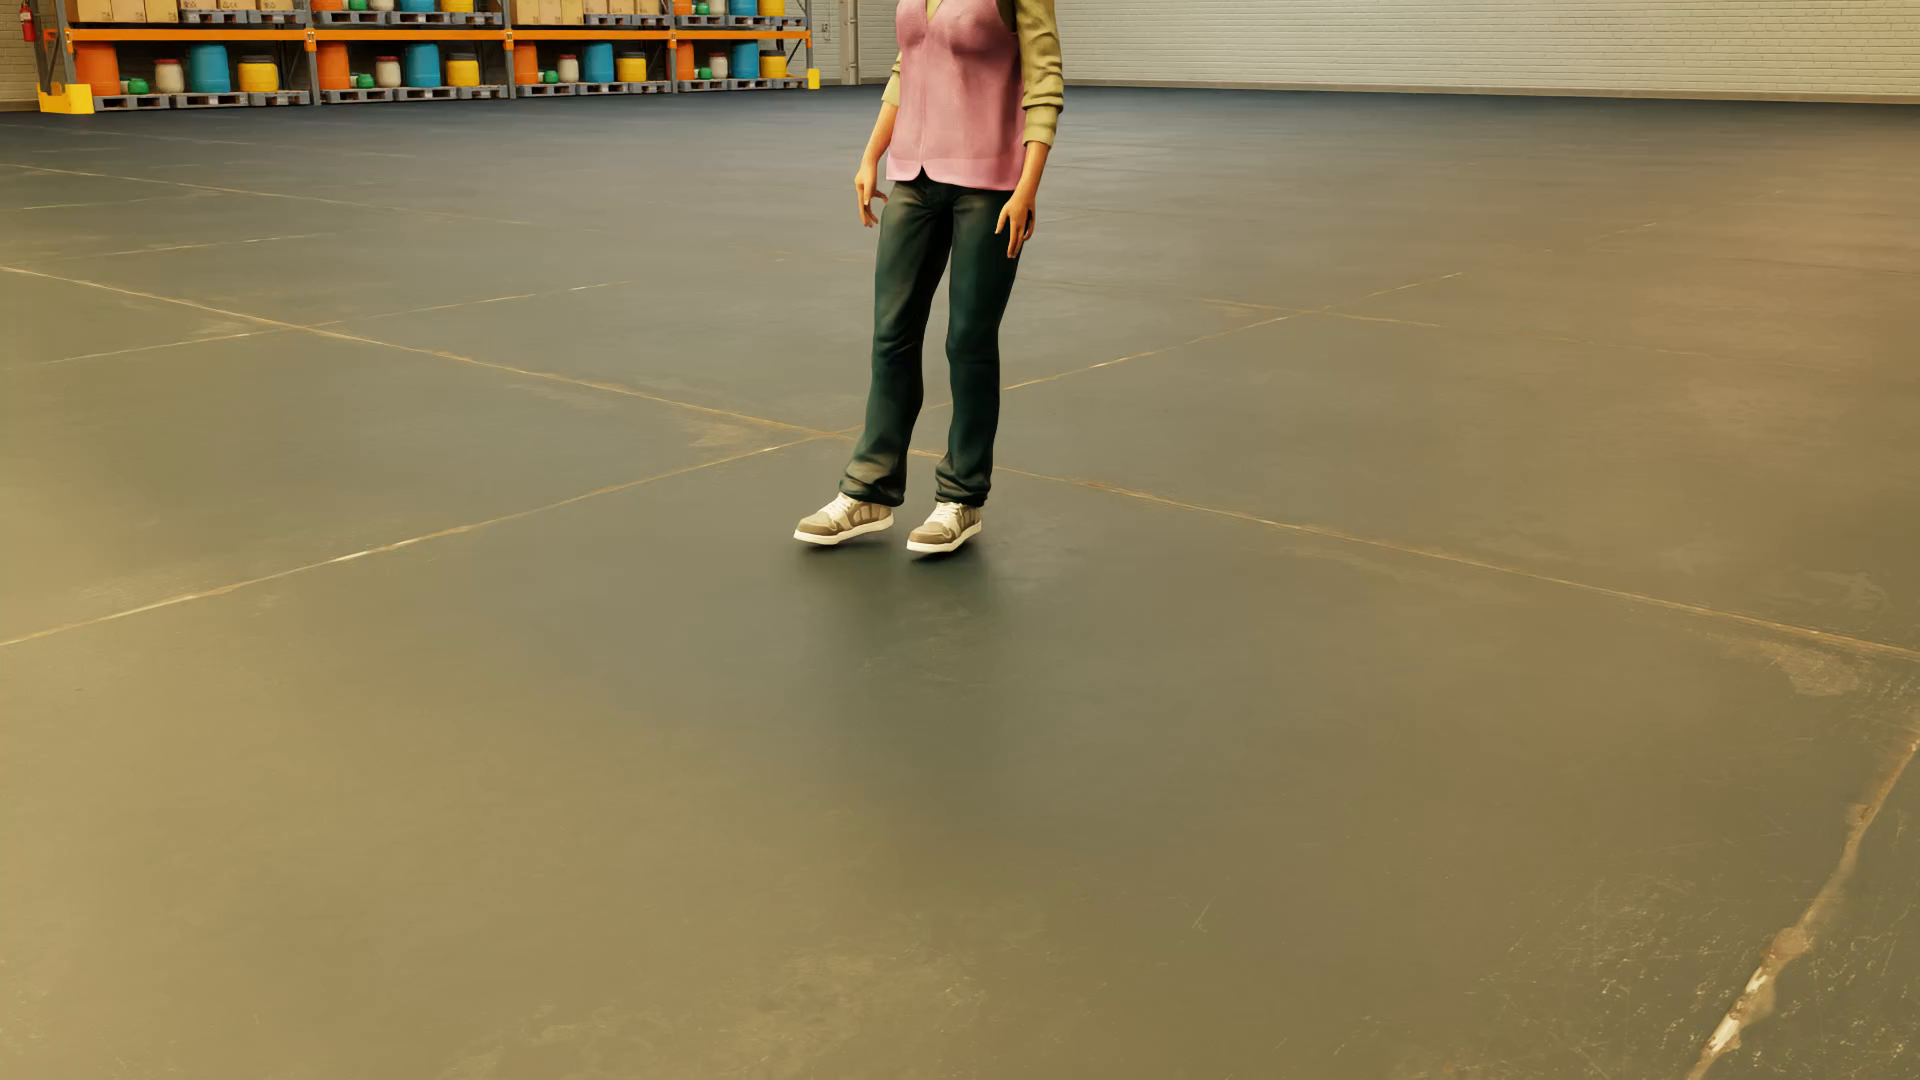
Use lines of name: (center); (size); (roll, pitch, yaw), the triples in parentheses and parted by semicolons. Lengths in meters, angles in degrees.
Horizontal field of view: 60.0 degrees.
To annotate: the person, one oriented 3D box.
person: (-0.058, -0.757, 3.662); (0.520, 1.597, 0.476); (13, 21, 37)
